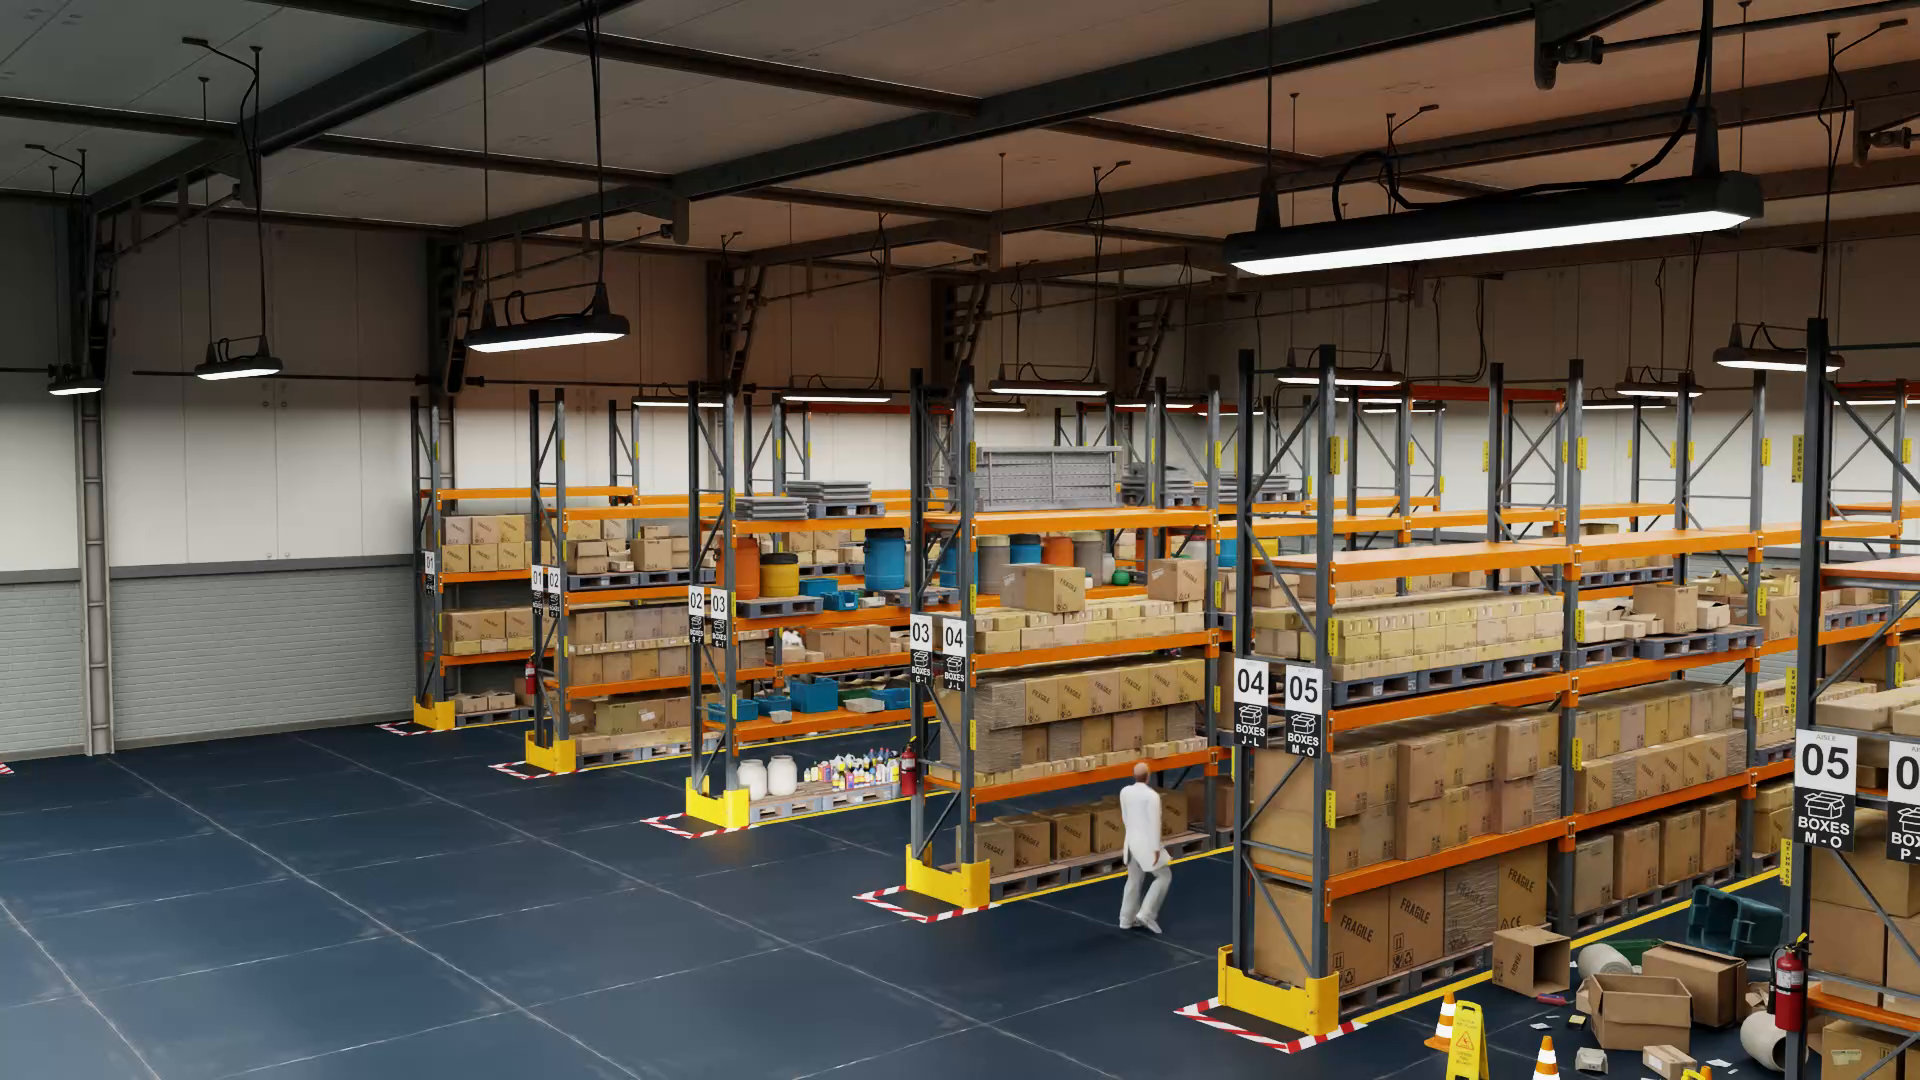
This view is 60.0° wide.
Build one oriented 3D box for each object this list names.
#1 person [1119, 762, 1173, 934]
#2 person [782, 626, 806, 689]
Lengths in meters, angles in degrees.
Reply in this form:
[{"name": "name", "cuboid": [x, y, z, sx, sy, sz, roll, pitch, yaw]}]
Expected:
[{"name": "person", "cuboid": [1.948, 3.248, 17.534, 0.521, 1.826, 0.628, -1, 4, -17]}, {"name": "person", "cuboid": [-3.298, 2.422, 33.043, 0.559, 1.705, 0.440, -1, 4, -22]}]
